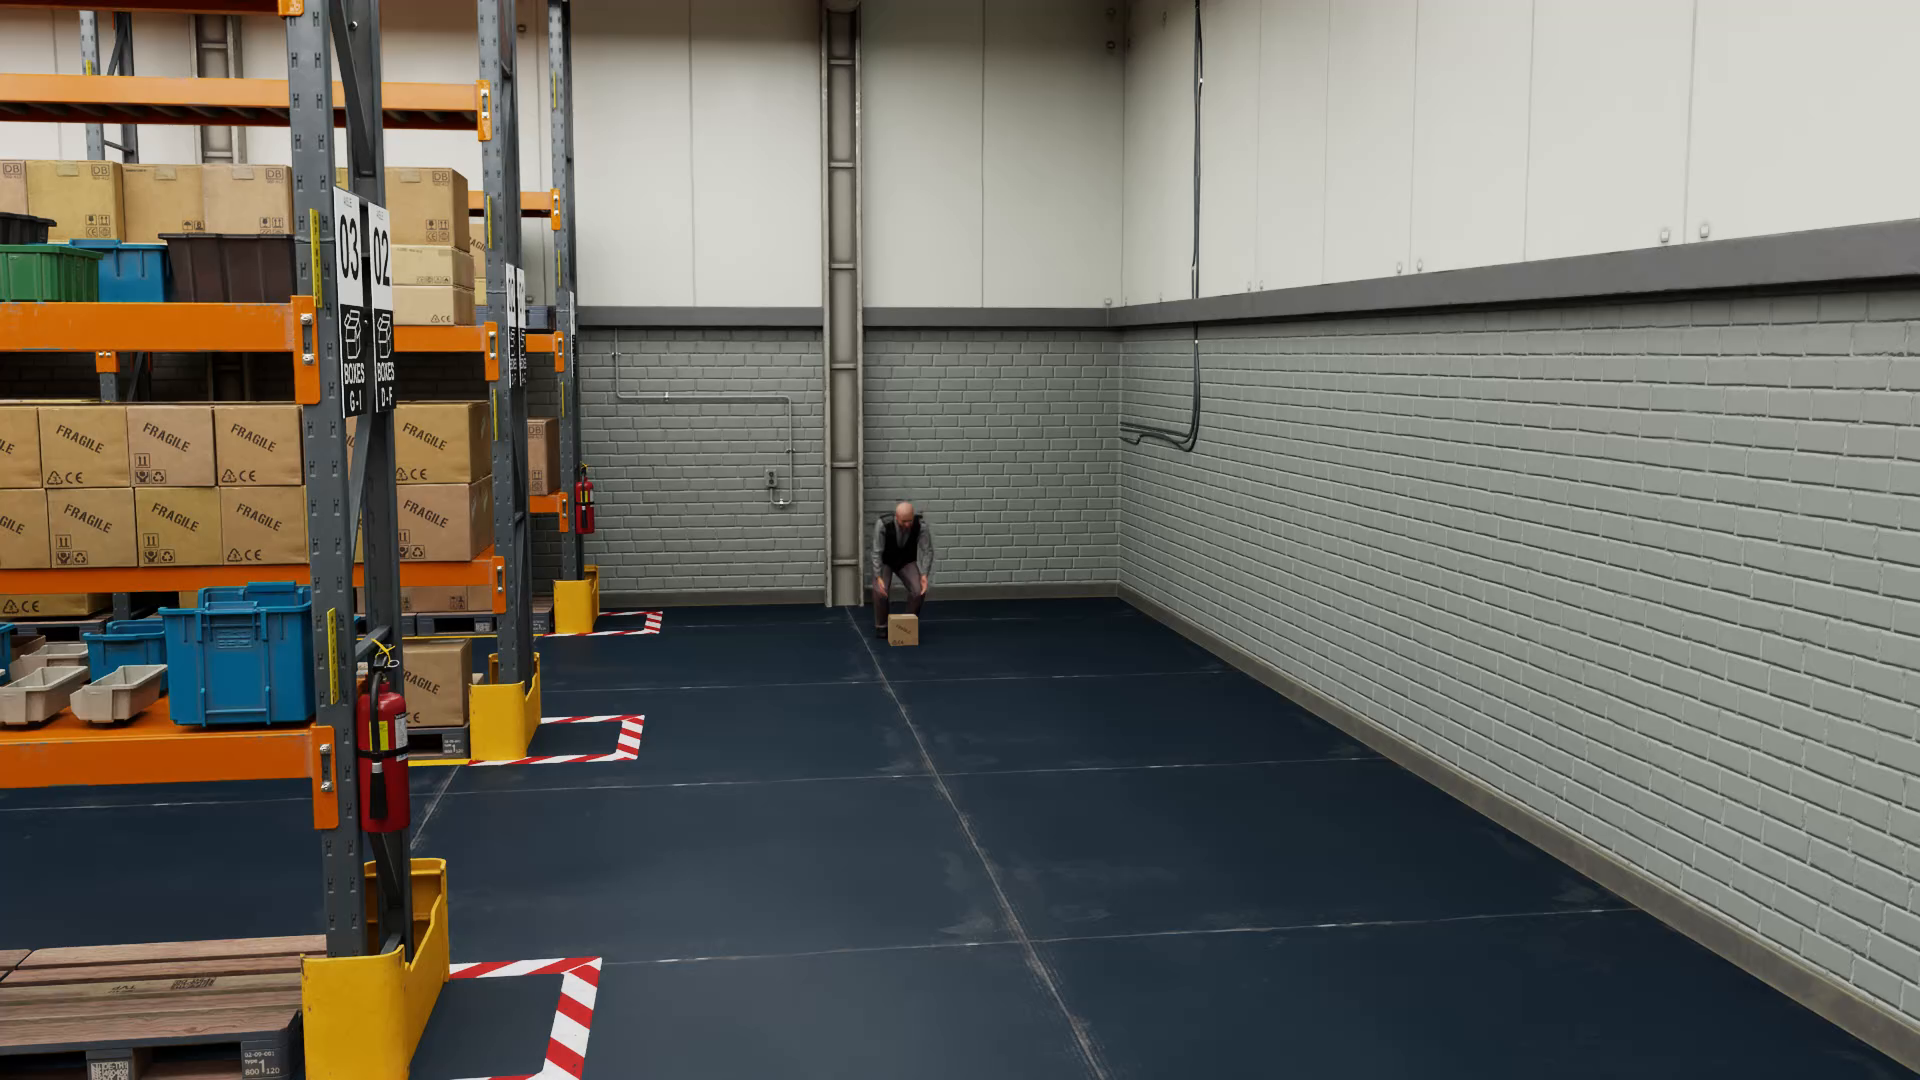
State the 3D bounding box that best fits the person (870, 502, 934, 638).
[{"bbox_3d":[-0.550,0.263,15.458,0.587,1.285,0.771,-1,7,-9],"label":"person"}]
